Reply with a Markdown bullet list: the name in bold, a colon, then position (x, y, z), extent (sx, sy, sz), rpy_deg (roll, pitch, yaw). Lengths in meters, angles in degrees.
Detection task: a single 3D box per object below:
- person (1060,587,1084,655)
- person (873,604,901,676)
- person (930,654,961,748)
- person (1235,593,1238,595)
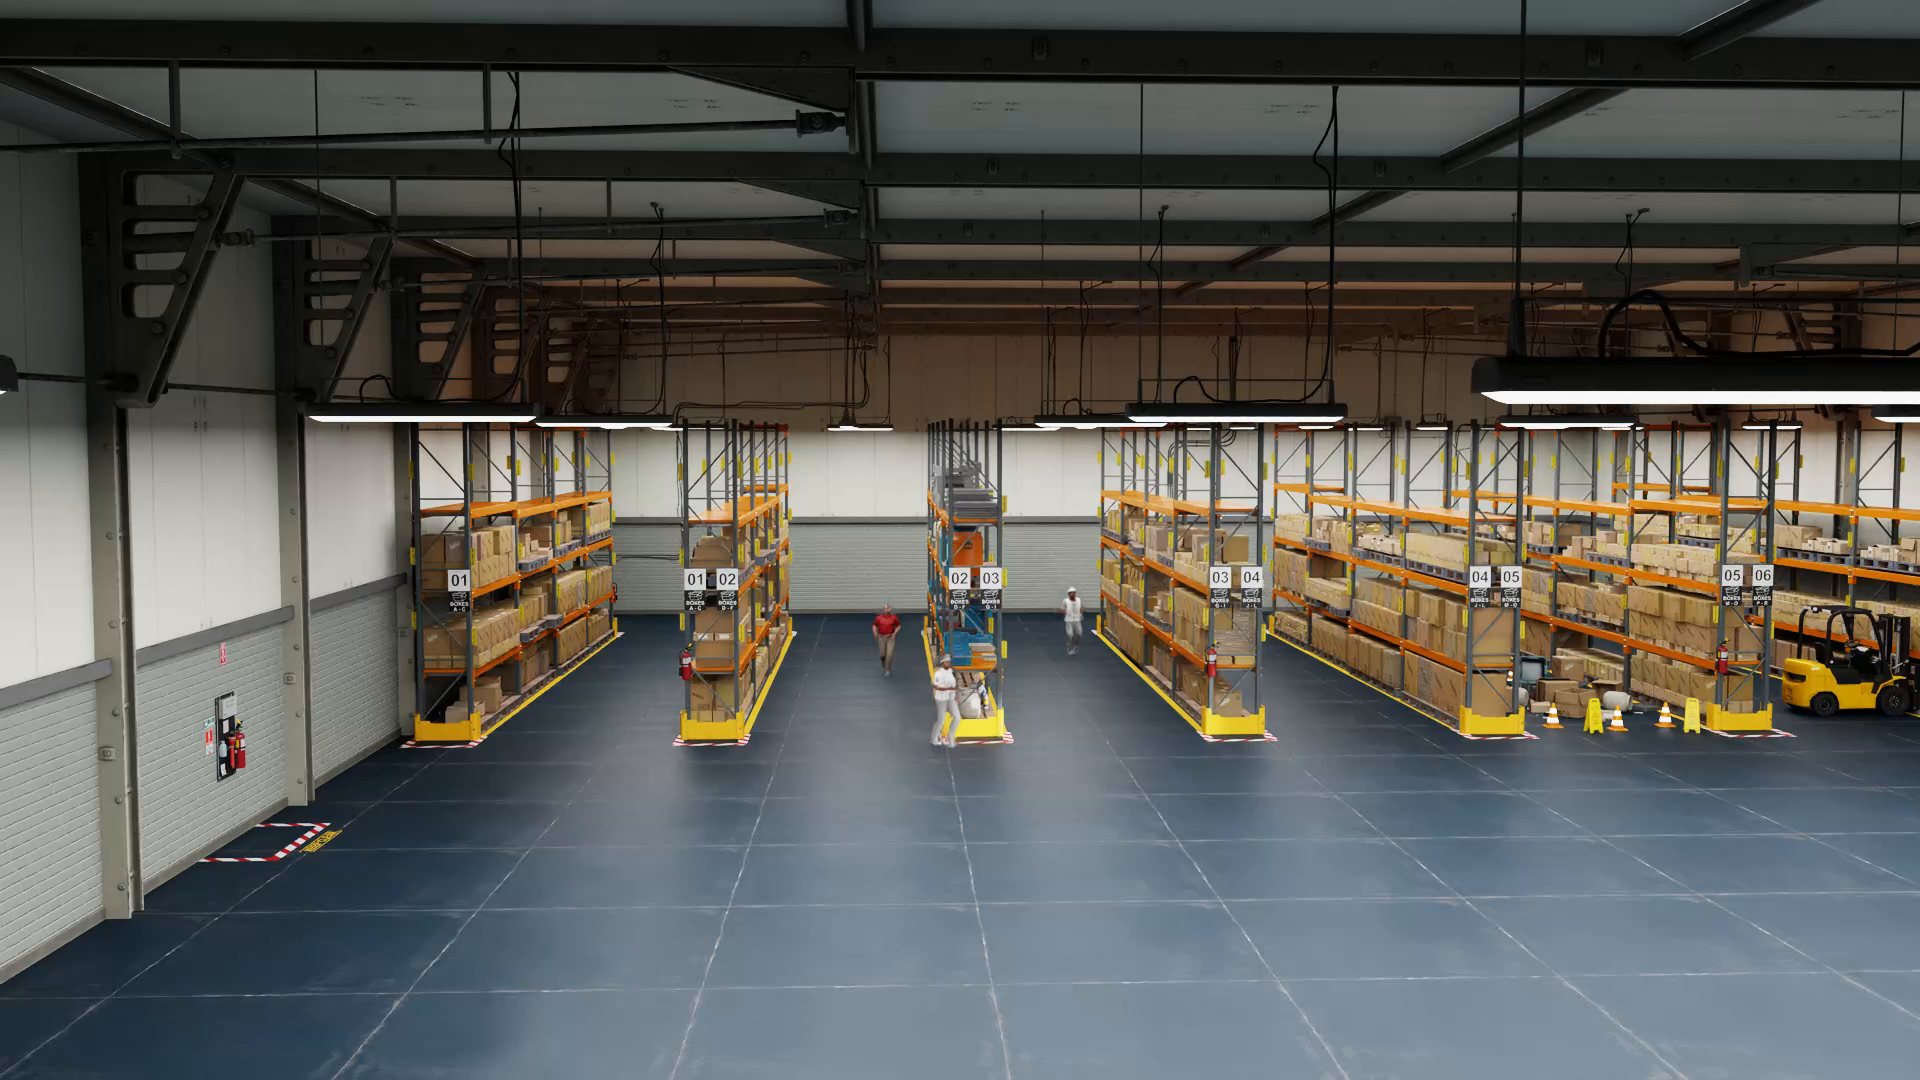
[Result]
- **person**: position (2.927, 2.097, 42.793), extent (0.666, 1.739, 0.608), rpy_deg (-1, 4, -11)
- **person**: position (-1.735, 2.366, 39.510), extent (0.672, 1.687, 0.598), rpy_deg (0, 4, -1)
- **person**: position (-0.250, 2.948, 30.301), extent (0.645, 1.757, 0.574), rpy_deg (4, 5, 45)
- **person**: position (7.611, 1.849, 47.944), extent (0.901, 1.663, 0.524), rpy_deg (3, 5, 43)
